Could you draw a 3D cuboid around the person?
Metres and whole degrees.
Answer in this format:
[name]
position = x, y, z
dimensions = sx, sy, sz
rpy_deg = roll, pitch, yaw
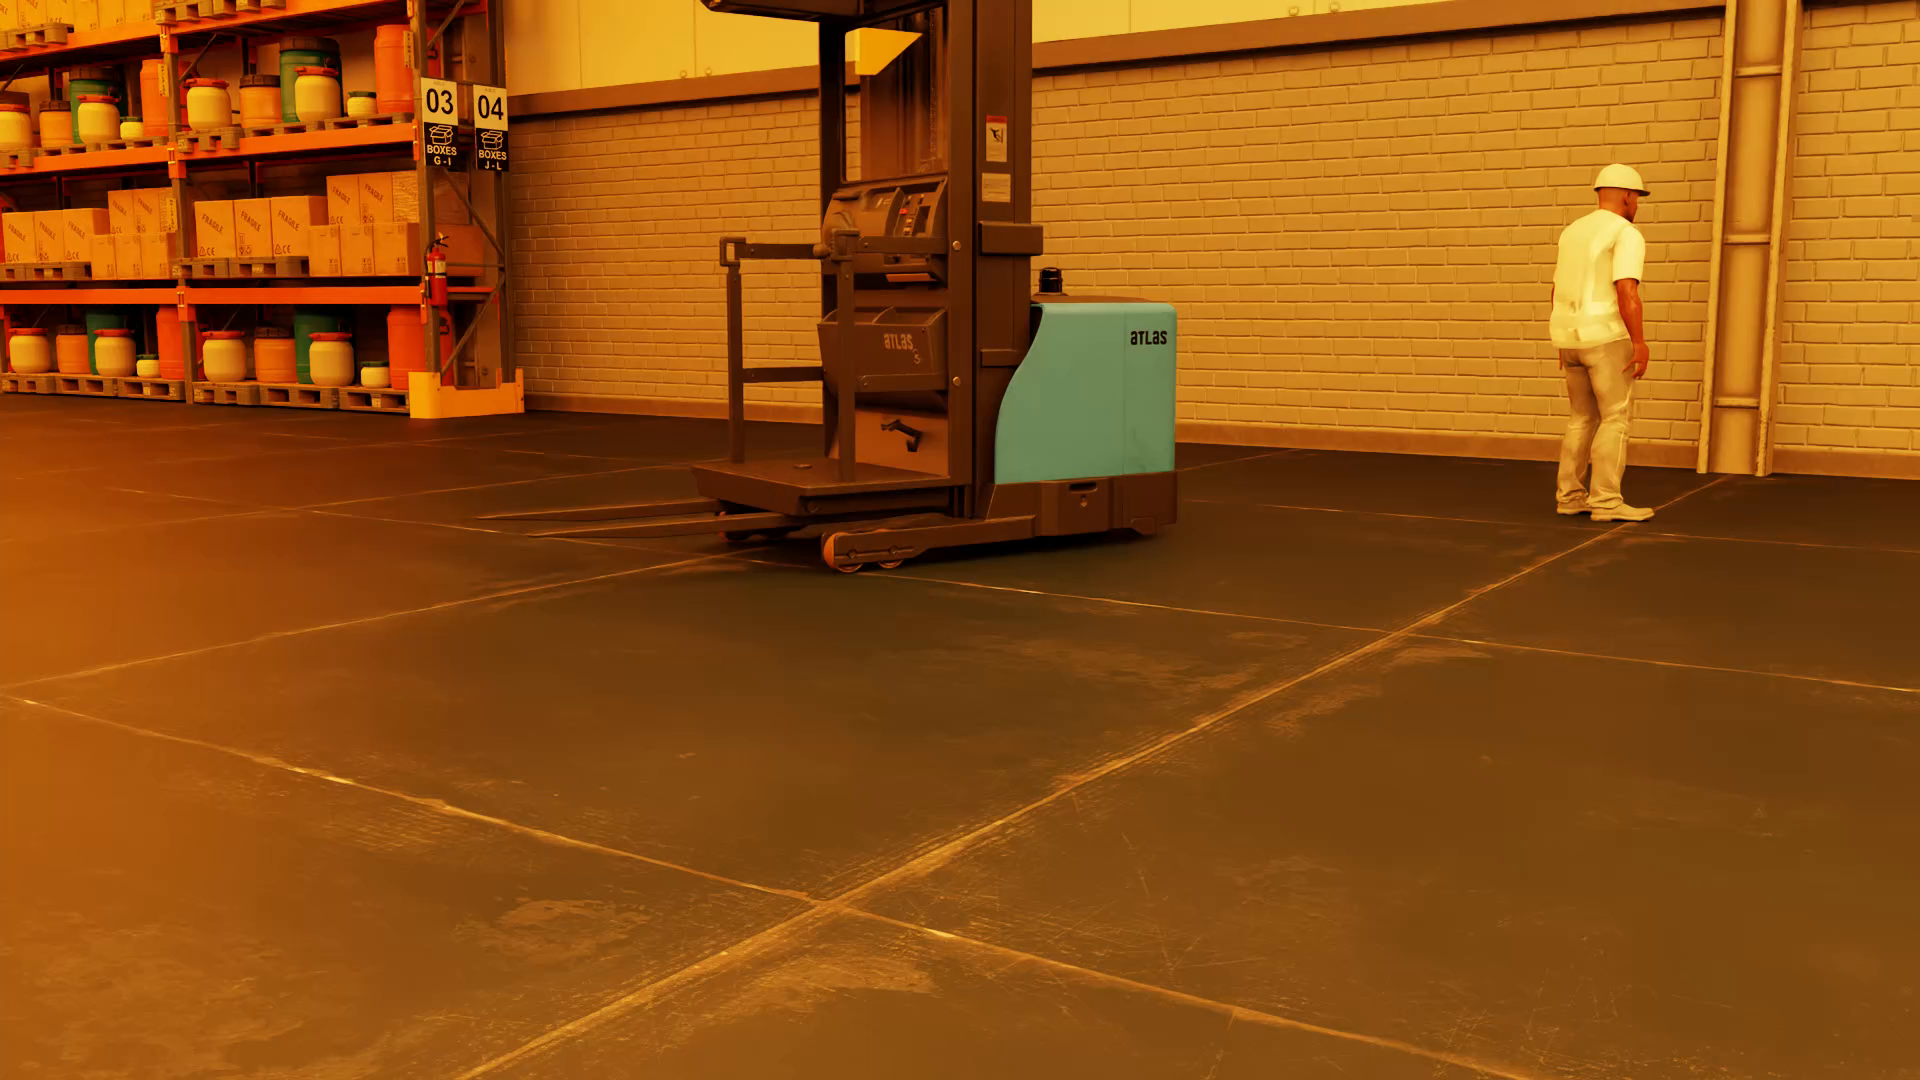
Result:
[person]
position = 3.217, -0.989, 8.333
dimensions = 0.462, 1.755, 0.626
rpy_deg = -2, 8, -15

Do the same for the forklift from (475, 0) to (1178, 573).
[forklift]
position = -0.507, -1.403, 7.061
dimensions = 3.031, 2.935, 1.130
rpy_deg = -5, 10, -33
